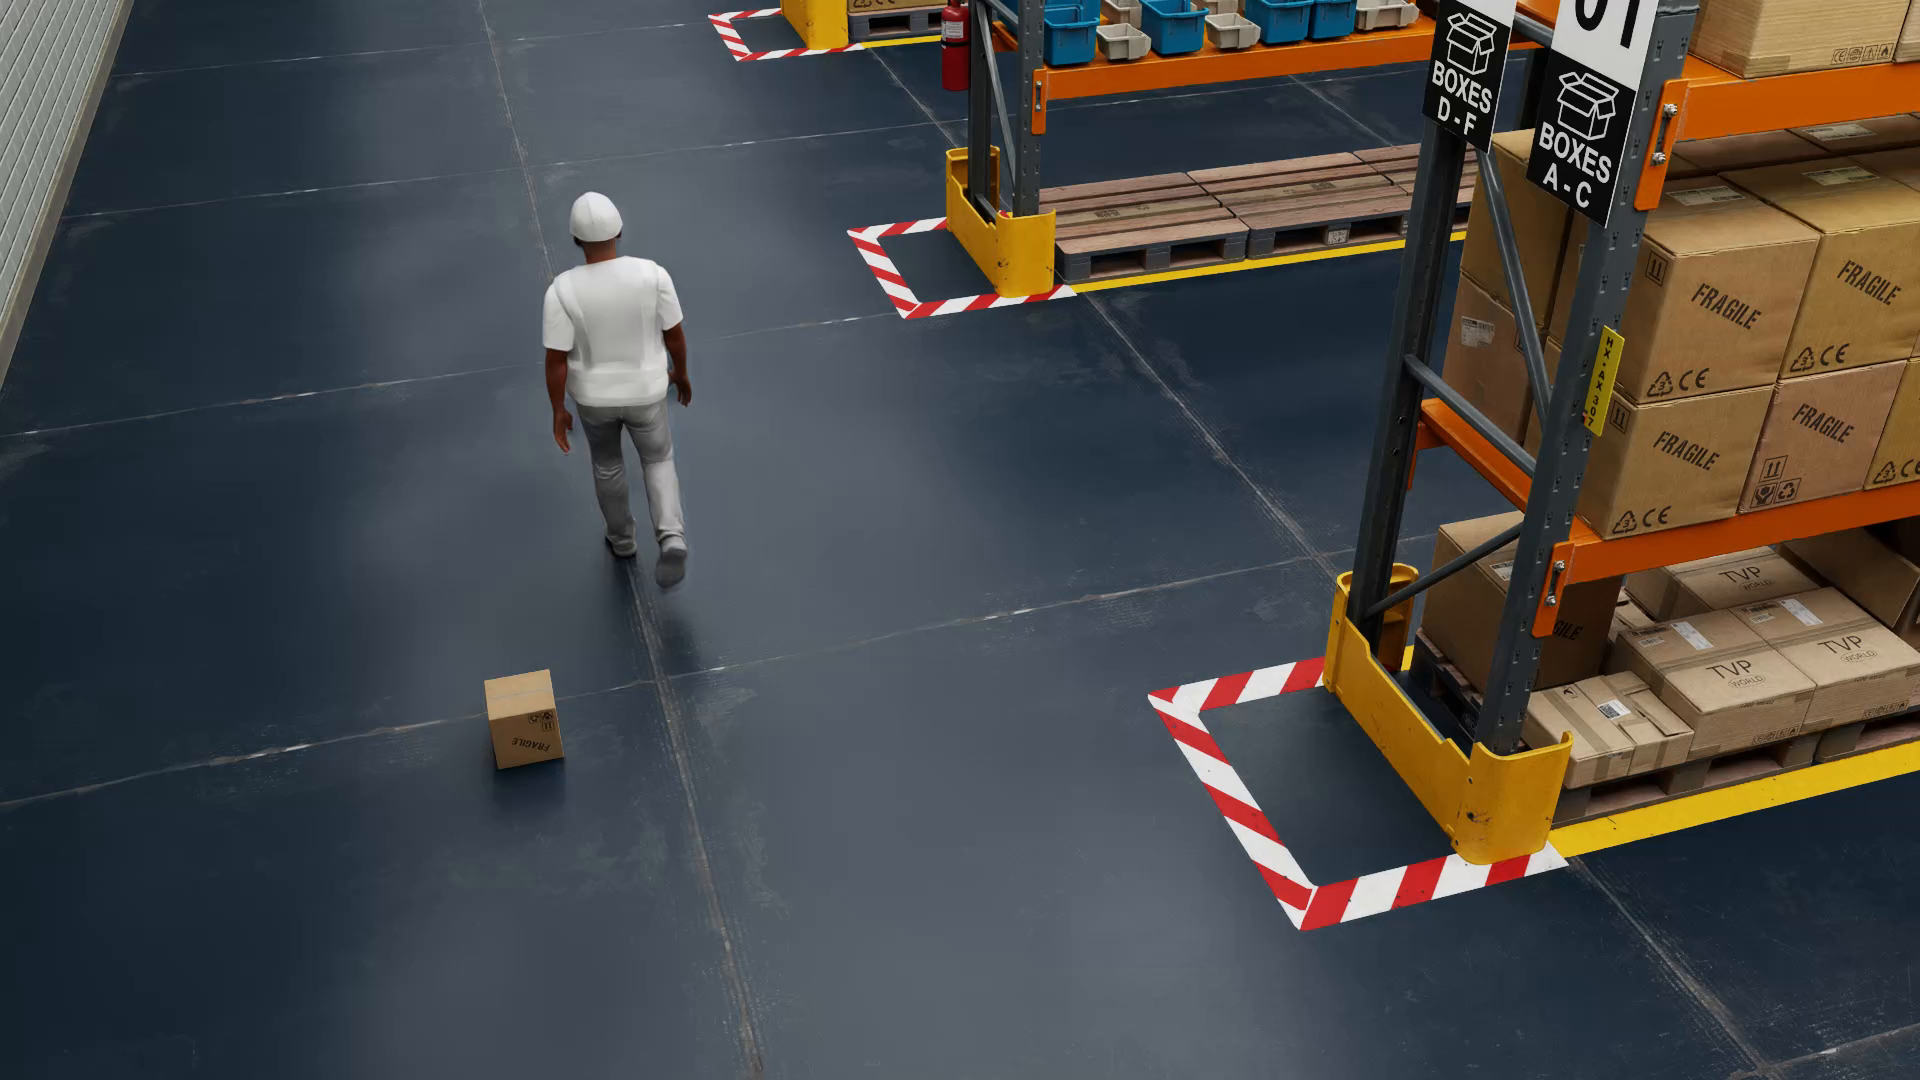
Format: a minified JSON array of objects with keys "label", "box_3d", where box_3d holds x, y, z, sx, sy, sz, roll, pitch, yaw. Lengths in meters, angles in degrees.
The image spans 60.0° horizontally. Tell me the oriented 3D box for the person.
[{"label":"person","box_3d":[-1.425,-0.609,7.019,0.604,1.742,0.779,-8,35,-12]}]
